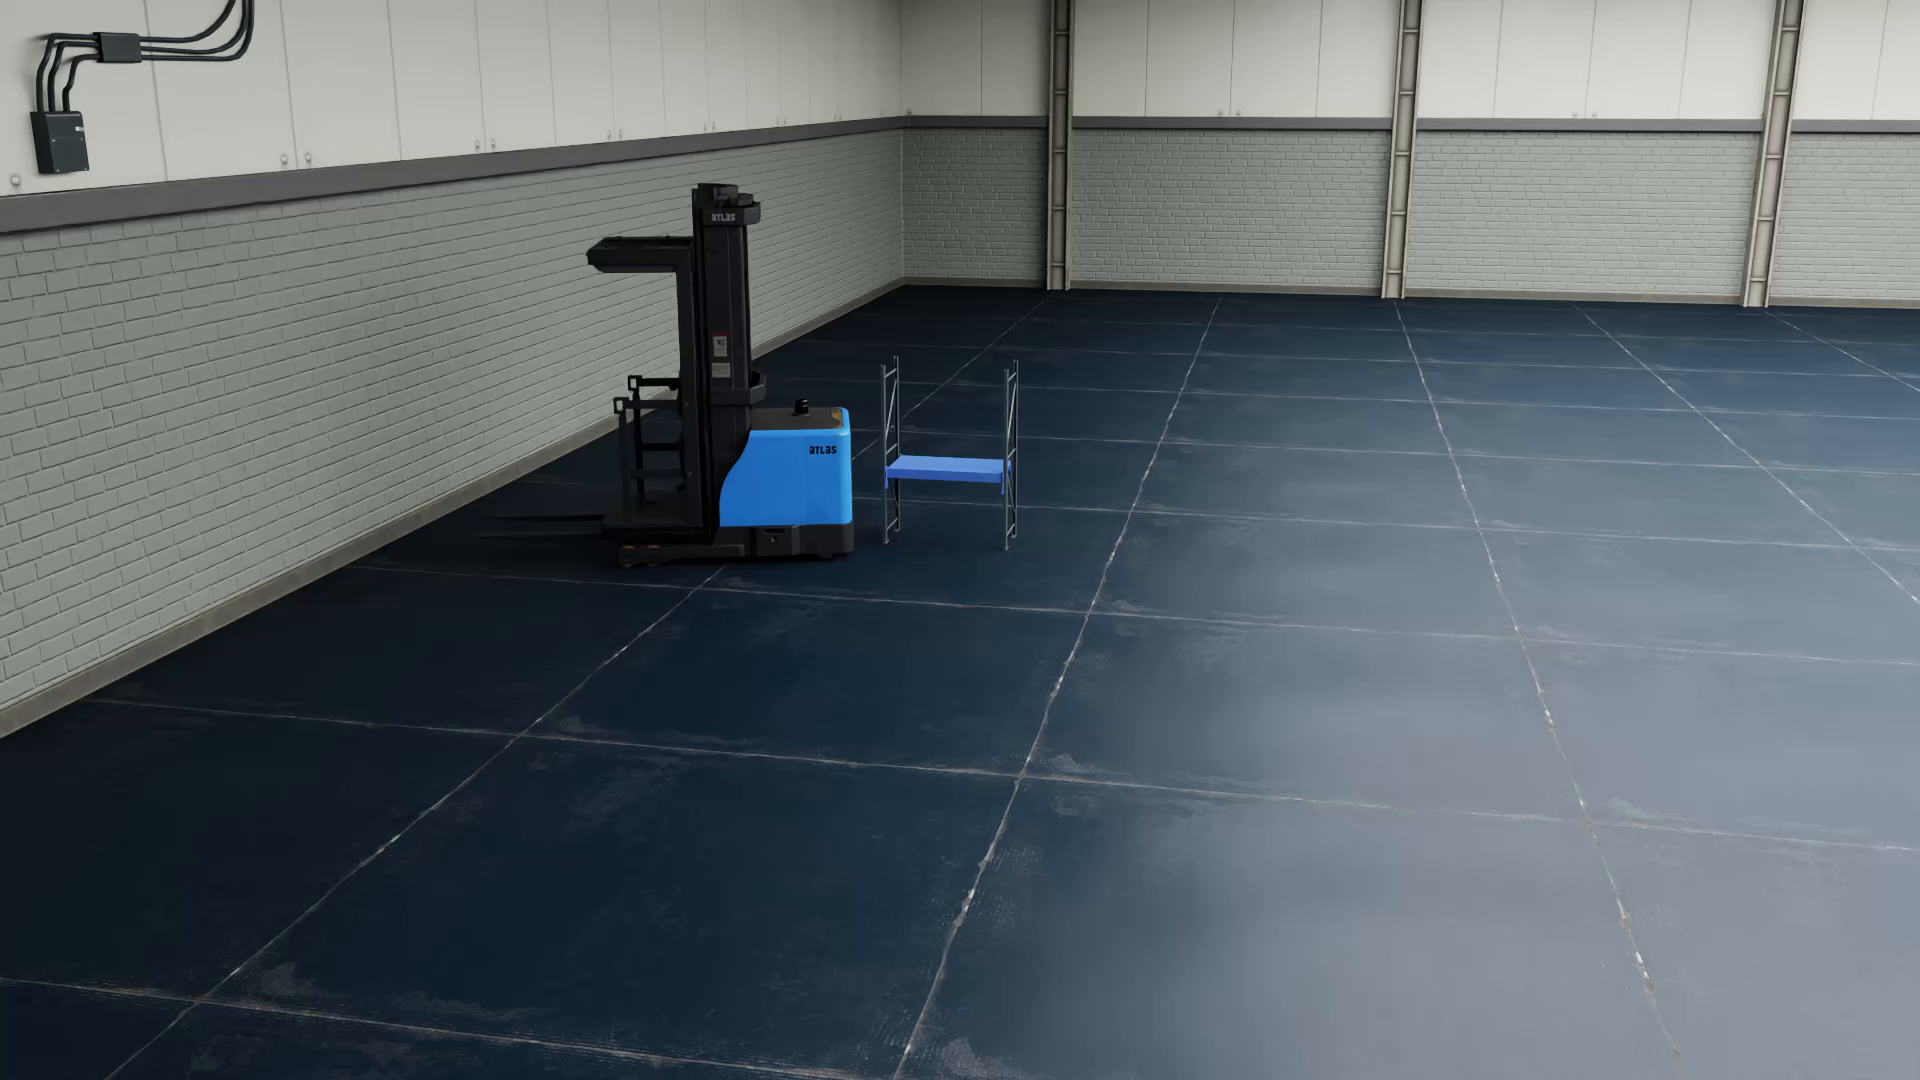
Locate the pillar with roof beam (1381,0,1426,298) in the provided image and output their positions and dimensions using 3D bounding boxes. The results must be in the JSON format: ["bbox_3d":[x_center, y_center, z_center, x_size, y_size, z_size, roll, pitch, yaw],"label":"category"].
[{"bbox_3d":[6.843,-7.539,24.353,0.400,9.000,9.100,3,16,11],"label":"pillar with roof beam"}]

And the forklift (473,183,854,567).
[{"bbox_3d":[-2.401,-1.345,13.358,3.031,2.935,1.130,-1,16,-5],"label":"forklift"}]

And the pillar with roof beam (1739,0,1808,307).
[{"bbox_3d":[12.723,-7.220,23.200,0.400,9.000,9.100,3,16,11],"label":"pillar with roof beam"}]

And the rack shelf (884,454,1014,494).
[{"bbox_3d":[-0.084,-0.554,13.856,1.000,0.185,0.538,3,16,11],"label":"rack shelf"}]

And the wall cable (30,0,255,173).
[{"bbox_3d":[-5.172,-5.369,10.145,0.169,6.003,2.305,3,16,11],"label":"wall cable"}]

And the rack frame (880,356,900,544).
[{"bbox_3d":[-0.582,-0.754,13.906,0.032,1.500,0.500,3,16,11],"label":"rack frame"}]

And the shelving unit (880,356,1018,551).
[{"bbox_3d":[-0.084,-0.727,13.808,1.048,1.500,0.538,3,16,11],"label":"shelving unit"}]

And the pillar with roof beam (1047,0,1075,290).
[{"bbox_3d":[0.963,-7.859,25.505,0.400,9.000,9.100,3,16,11],"label":"pillar with roof beam"}]

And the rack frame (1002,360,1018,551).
[{"bbox_3d":[0.415,-0.700,13.711,0.032,1.500,0.500,3,16,11],"label":"rack frame"}]
